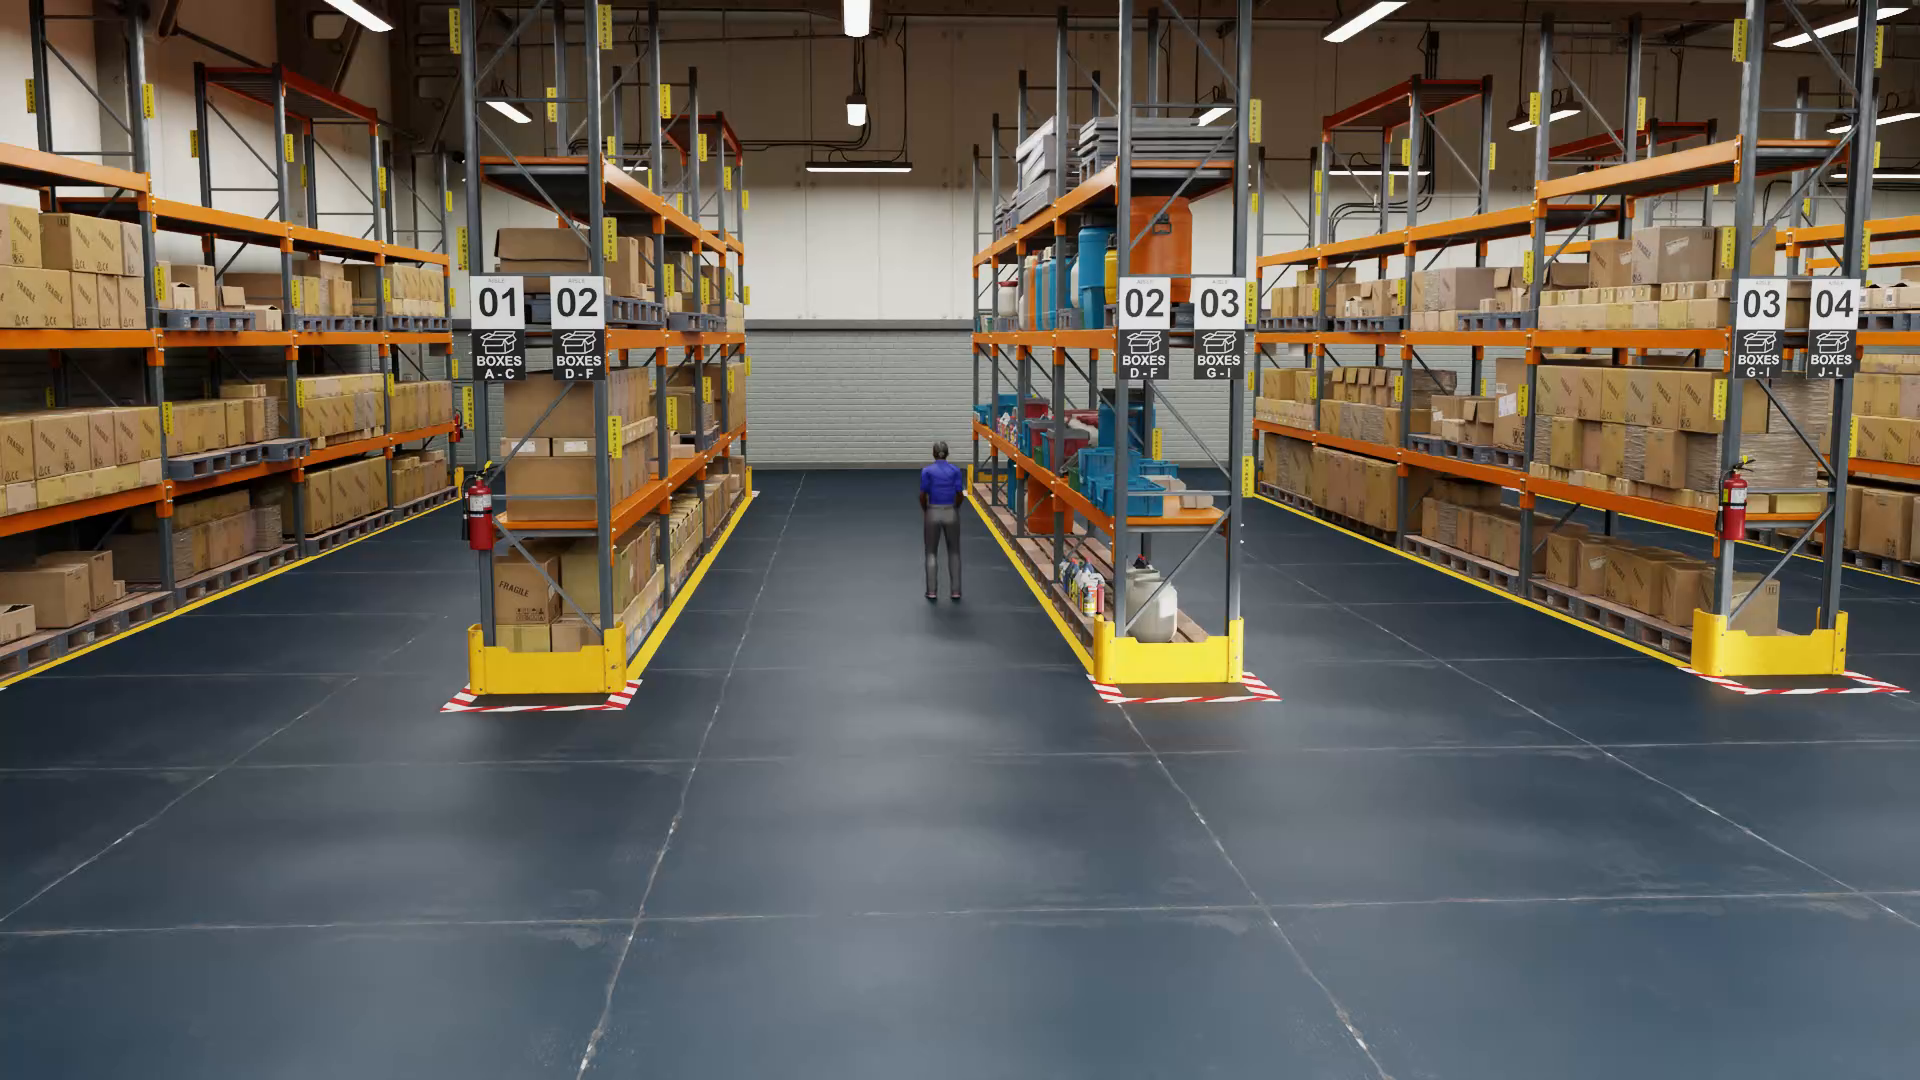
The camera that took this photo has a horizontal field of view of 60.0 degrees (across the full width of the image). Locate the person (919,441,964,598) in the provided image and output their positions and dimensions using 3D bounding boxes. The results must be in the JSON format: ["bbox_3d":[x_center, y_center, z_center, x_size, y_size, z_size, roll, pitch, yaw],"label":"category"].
[{"bbox_3d":[-0.197,-0.221,17.550,0.478,1.663,0.405,-1,7,-5],"label":"person"}]
